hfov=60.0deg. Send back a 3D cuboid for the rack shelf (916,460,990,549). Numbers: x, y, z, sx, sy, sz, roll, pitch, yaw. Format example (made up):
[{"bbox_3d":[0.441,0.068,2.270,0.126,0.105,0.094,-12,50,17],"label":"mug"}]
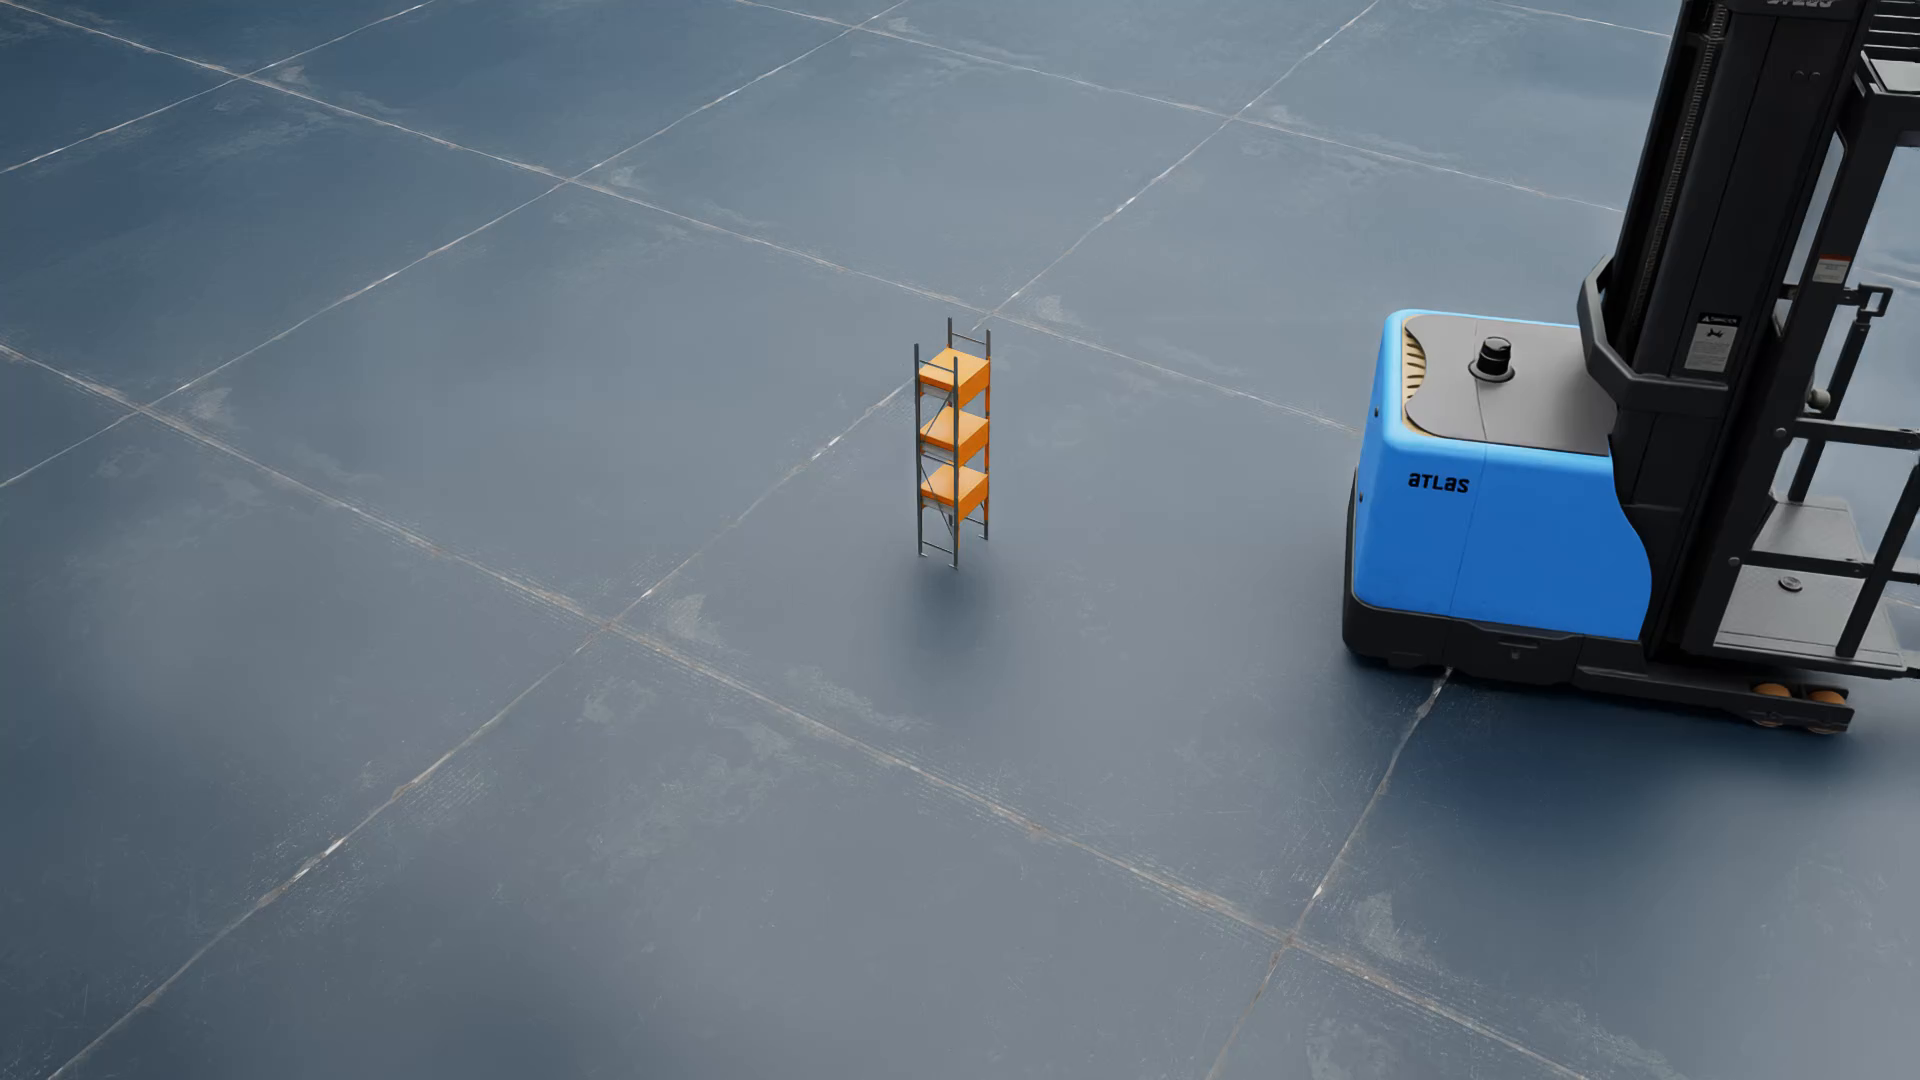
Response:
[{"bbox_3d":[-0.029,-0.160,7.070,0.215,0.259,0.240,21,42,25],"label":"rack shelf"}]

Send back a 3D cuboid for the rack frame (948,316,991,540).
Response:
[{"bbox_3d":[0.037,-0.451,6.975,0.200,1.050,0.008,21,42,25],"label":"rack frame"}]

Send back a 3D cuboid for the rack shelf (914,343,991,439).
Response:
[{"bbox_3d":[-0.029,-0.605,6.727,0.215,0.259,0.240,21,42,25],"label":"rack shelf"}]

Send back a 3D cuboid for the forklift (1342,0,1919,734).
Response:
[{"bbox_3d":[3.094,-0.783,5.865,3.031,2.935,1.130,7,38,9],"label":"forklift"}]

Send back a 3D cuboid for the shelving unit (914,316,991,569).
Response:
[{"bbox_3d":[-0.029,-0.388,6.894,0.215,1.050,0.252,21,42,25],"label":"shelving unit"}]

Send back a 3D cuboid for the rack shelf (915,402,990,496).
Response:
[{"bbox_3d":[-0.029,-0.380,6.900,0.215,0.259,0.240,21,42,25],"label":"rack shelf"}]

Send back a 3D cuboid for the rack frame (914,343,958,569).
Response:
[{"bbox_3d":[-0.094,-0.325,6.812,0.200,1.050,0.008,21,42,25],"label":"rack frame"}]
